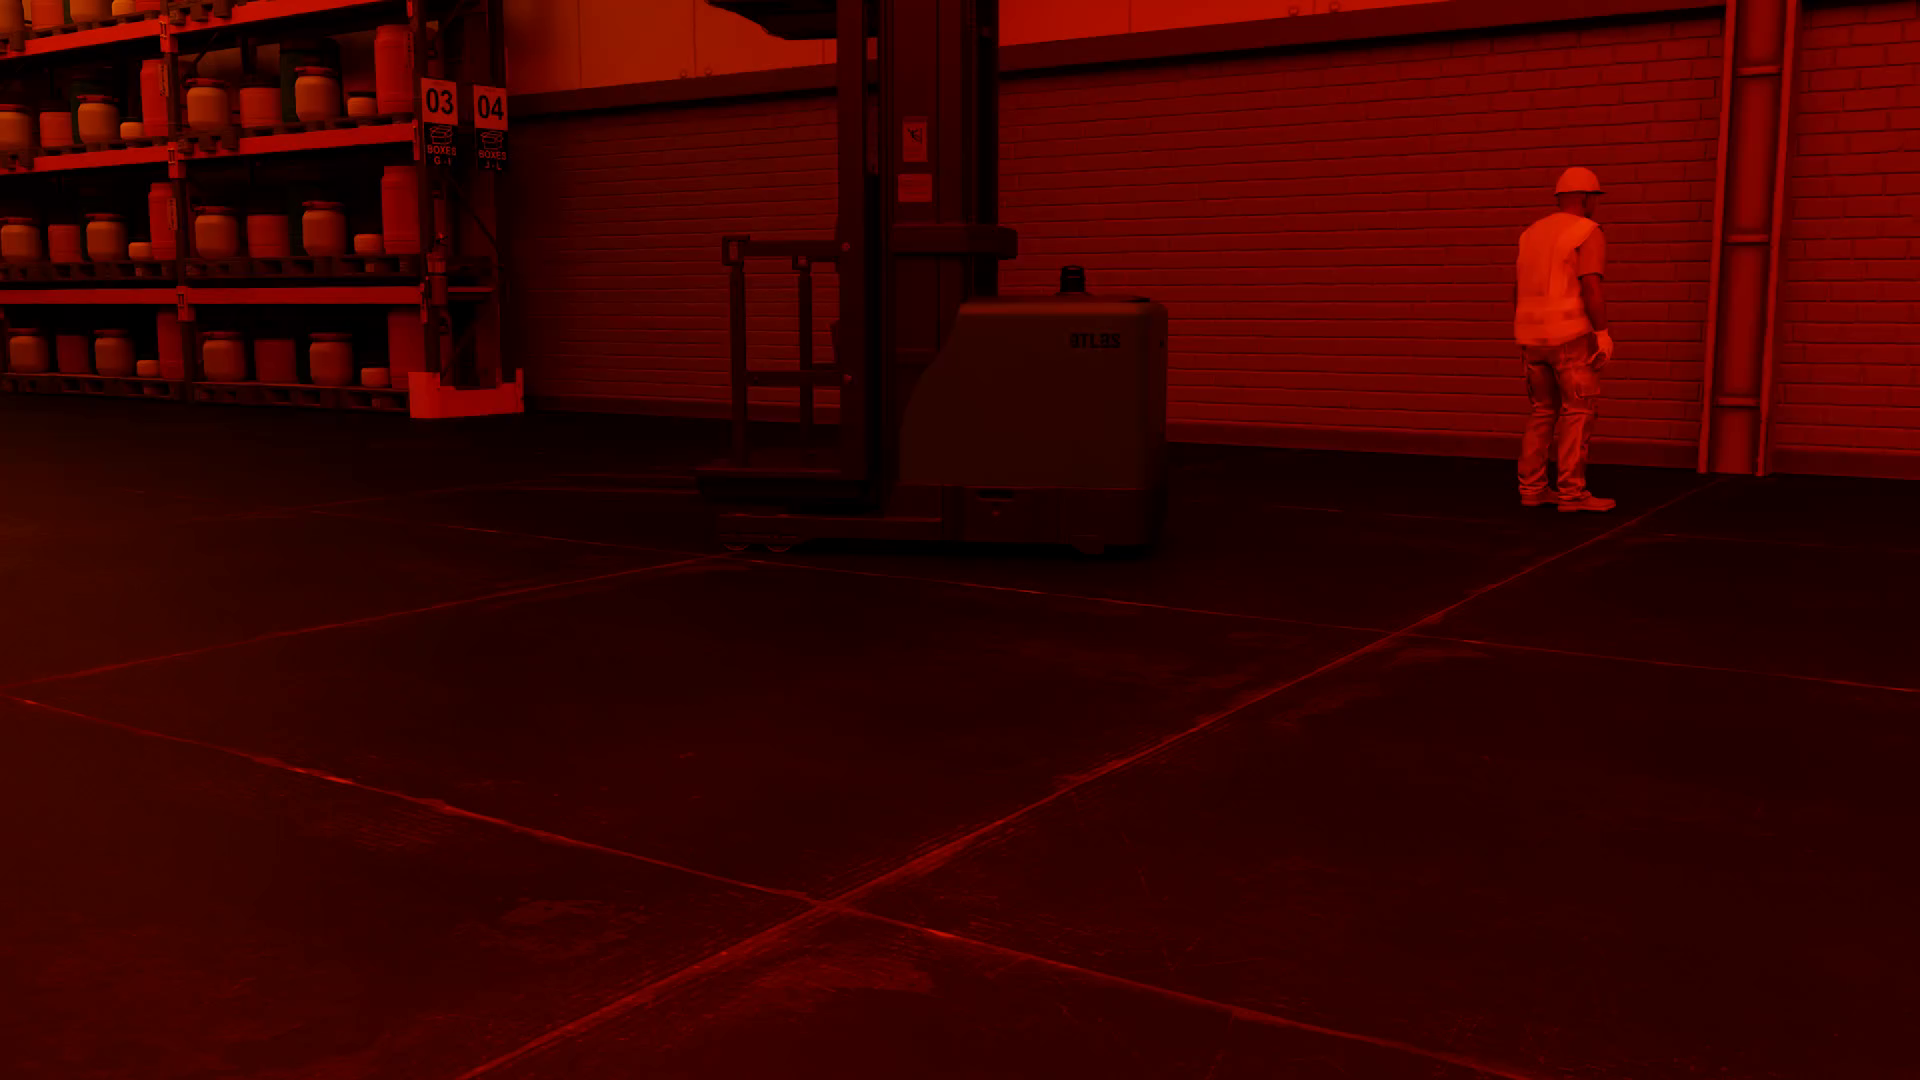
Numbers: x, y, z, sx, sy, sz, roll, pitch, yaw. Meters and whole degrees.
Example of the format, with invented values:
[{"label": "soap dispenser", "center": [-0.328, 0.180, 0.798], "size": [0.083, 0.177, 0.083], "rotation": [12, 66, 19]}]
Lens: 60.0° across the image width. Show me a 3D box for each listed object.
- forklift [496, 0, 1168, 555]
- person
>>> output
[{"label": "forklift", "center": [-0.596, -1.469, 7.520], "size": [3.031, 2.935, 1.130], "rotation": [2, 8, 12]}, {"label": "person", "center": [3.153, -1.047, 8.688], "size": [0.452, 1.772, 0.617], "rotation": [-3, 9, -22]}]
